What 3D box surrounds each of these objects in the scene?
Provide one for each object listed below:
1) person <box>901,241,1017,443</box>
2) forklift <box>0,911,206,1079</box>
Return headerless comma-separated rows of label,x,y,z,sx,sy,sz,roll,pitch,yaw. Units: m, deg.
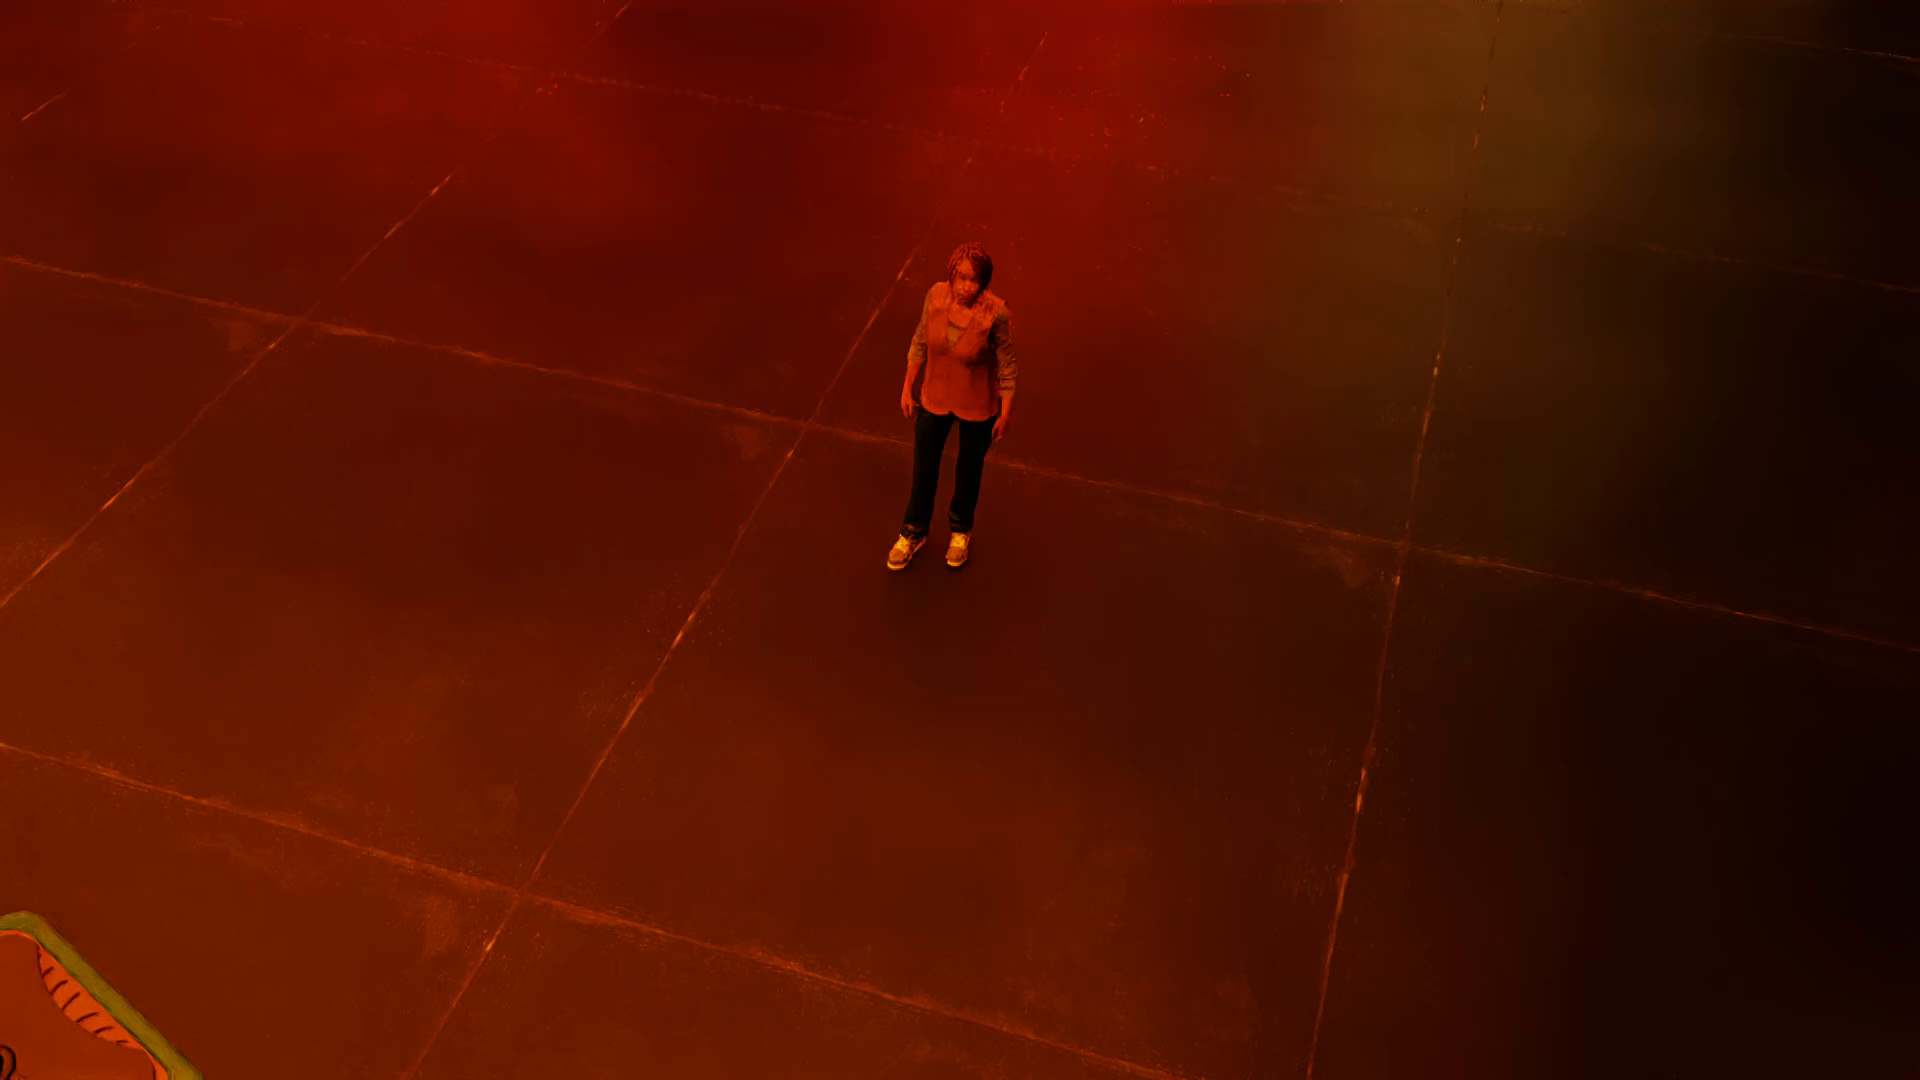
person,0.004,-0.855,7.080,0.502,0.920,0.257,12,44,13
forklift,-3.410,1.813,3.741,1.130,2.935,3.031,28,50,27
